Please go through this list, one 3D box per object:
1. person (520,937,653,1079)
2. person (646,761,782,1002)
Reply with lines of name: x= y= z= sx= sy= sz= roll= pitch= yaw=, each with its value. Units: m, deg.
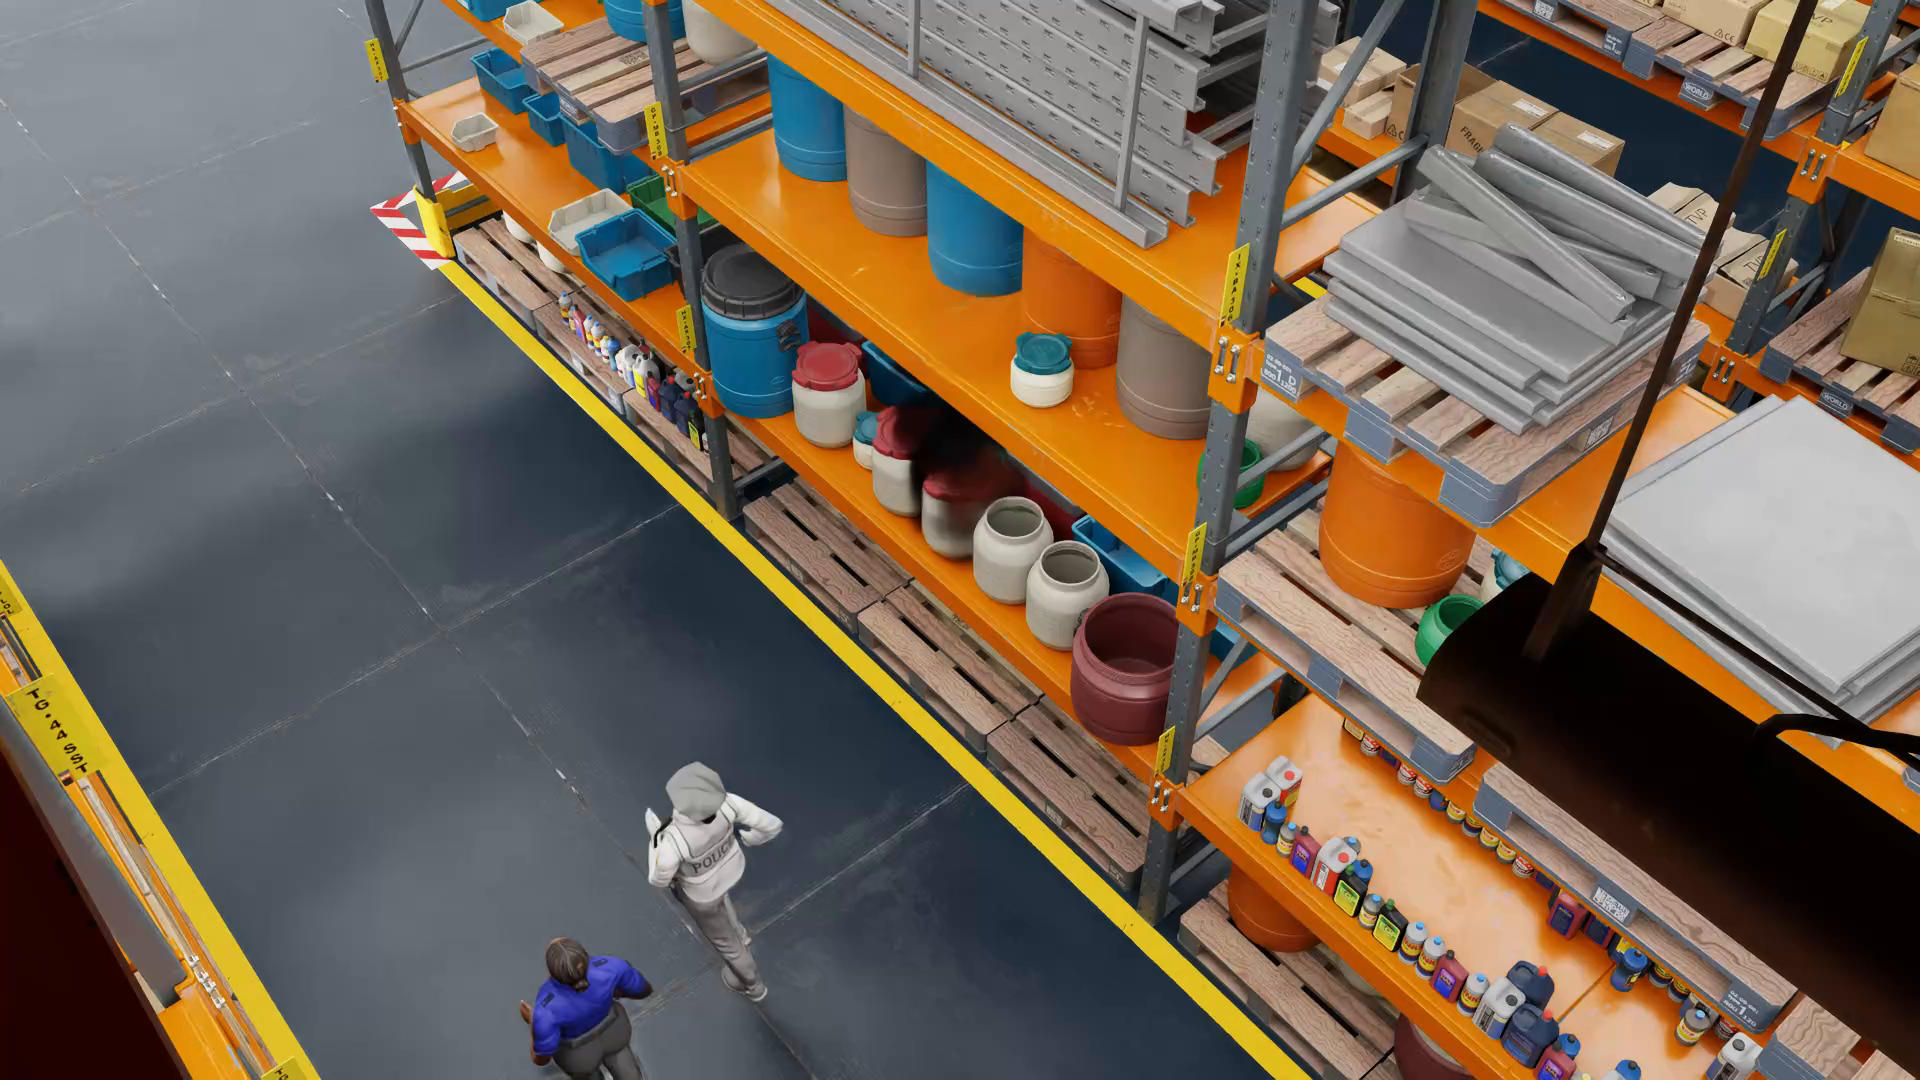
person: x=-1.648 y=2.190 z=7.402 sx=0.552 sy=1.611 sz=0.536 roll=-34 pitch=55 yaw=-28
person: x=-1.206 y=1.587 z=7.932 sx=0.656 sy=1.740 sz=0.563 roll=29 pitch=53 yaw=24
